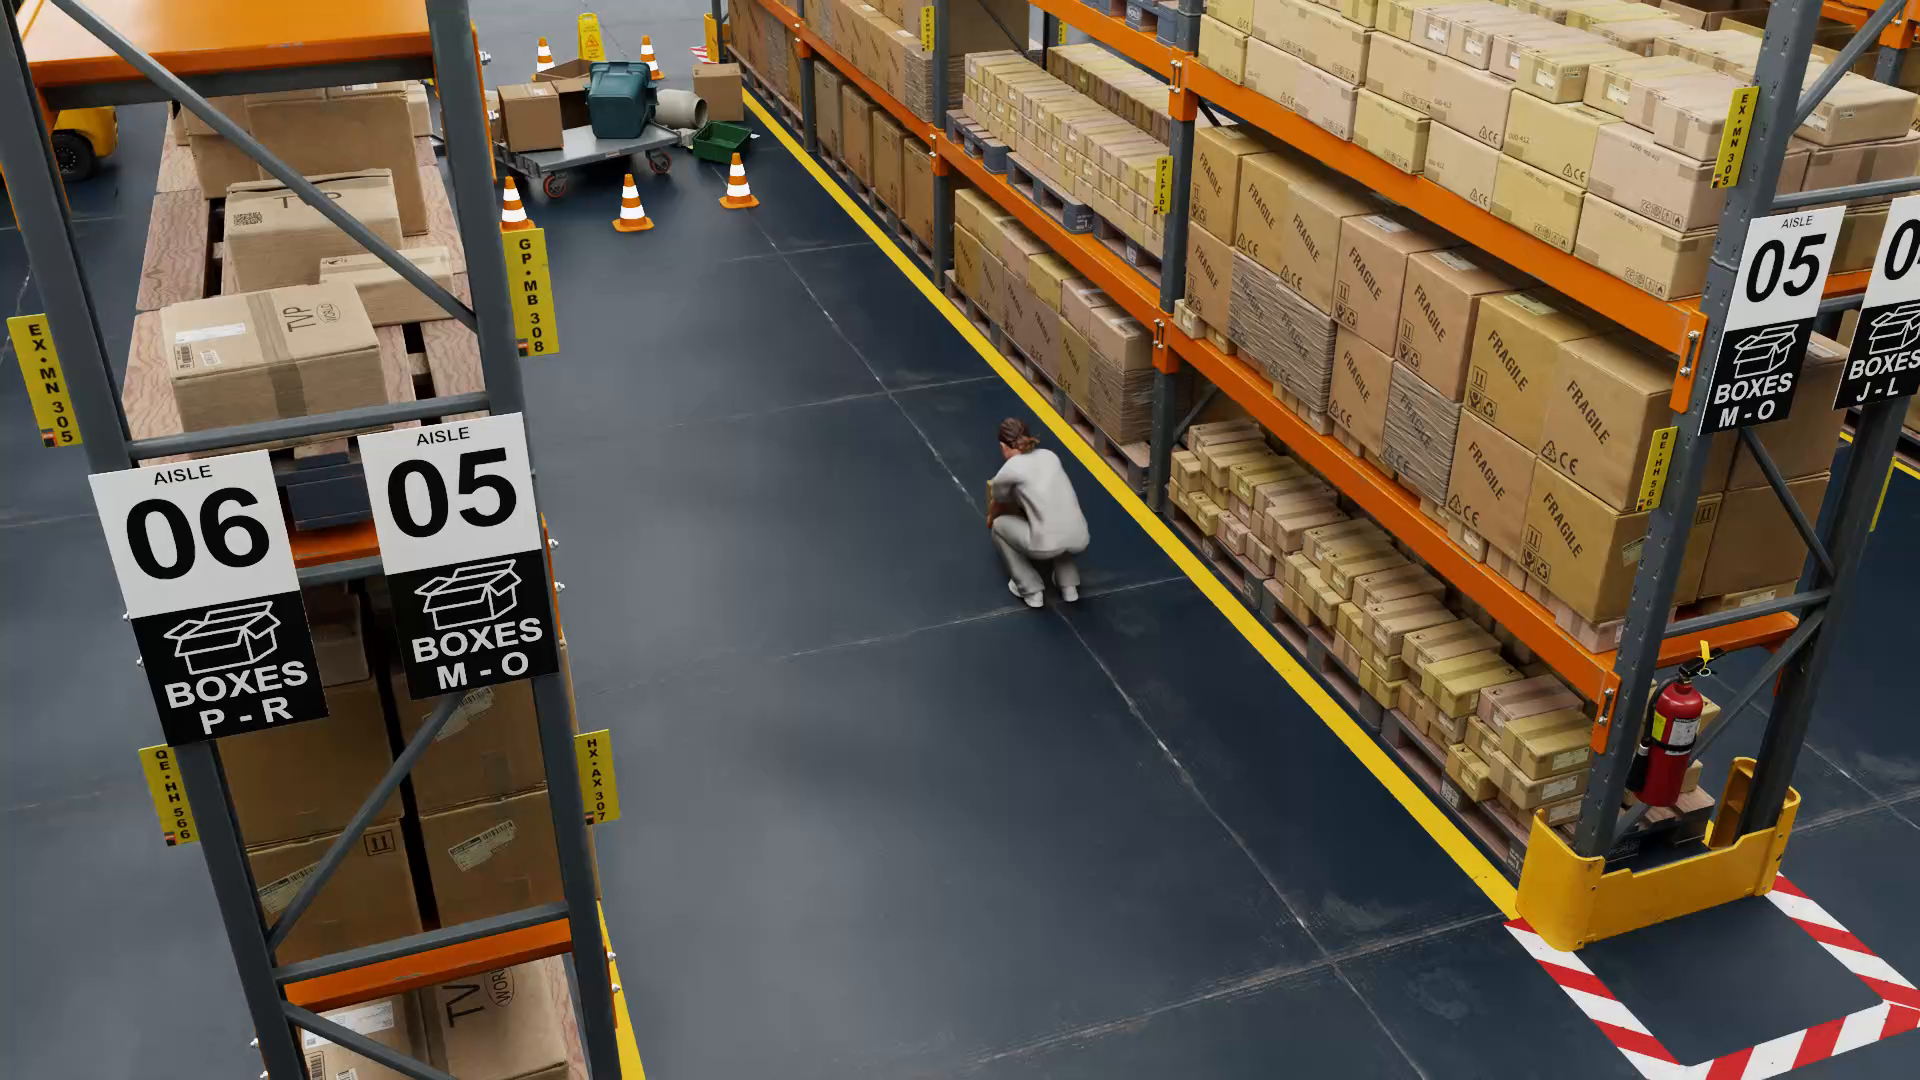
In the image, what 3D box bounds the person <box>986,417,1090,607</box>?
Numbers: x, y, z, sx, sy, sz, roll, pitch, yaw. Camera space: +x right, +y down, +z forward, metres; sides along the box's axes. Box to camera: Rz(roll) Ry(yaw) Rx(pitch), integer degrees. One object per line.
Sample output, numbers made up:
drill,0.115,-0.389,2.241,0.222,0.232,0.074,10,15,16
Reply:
person,0.425,-0.172,9.378,0.465,0.947,0.823,-11,32,-19
